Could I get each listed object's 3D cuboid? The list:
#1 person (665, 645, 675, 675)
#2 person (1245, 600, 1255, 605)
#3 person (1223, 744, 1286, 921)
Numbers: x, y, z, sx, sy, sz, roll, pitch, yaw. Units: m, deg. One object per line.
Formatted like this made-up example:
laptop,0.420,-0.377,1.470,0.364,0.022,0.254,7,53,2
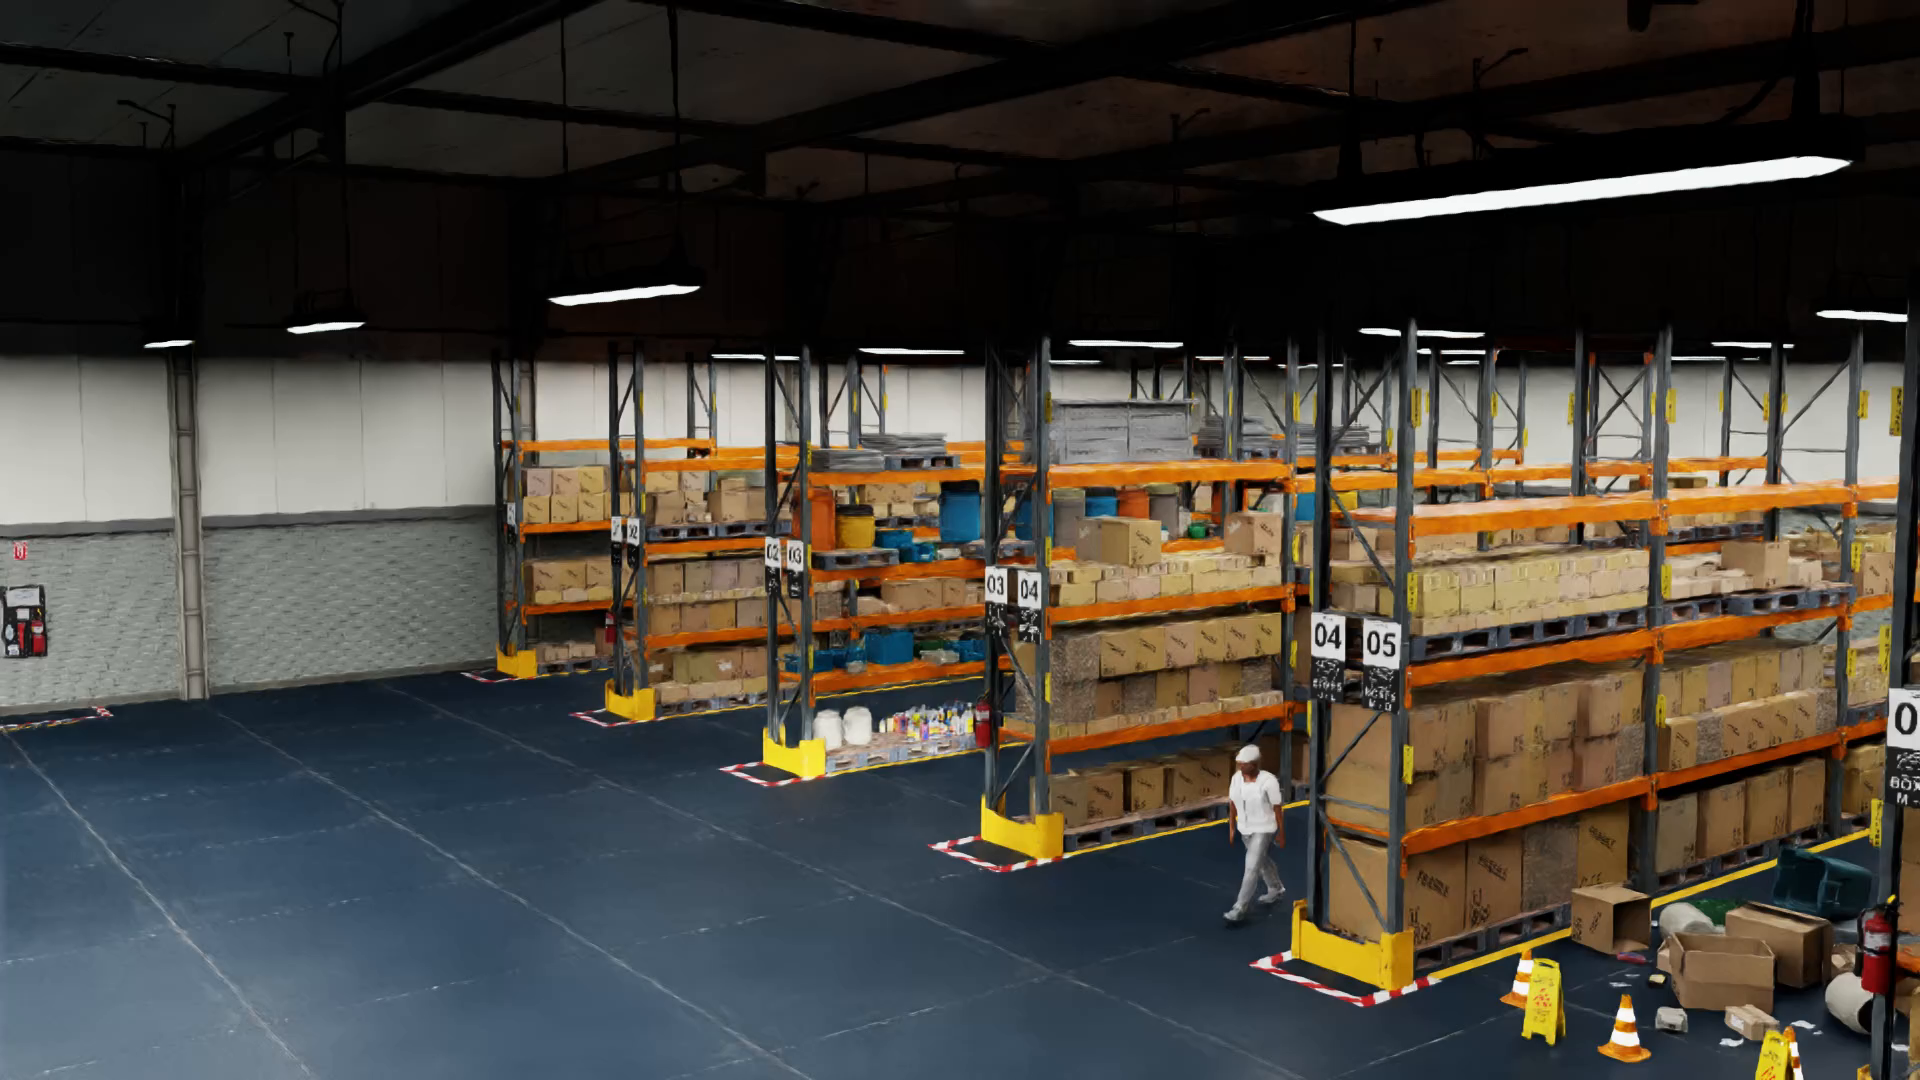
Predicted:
person,-5.334,1.672,30.543,0.638,1.615,0.774,3,6,33
person,5.603,1.562,31.764,0.423,1.599,0.499,3,6,28
person,2.884,2.857,16.500,1.111,1.686,0.583,-4,6,-38
